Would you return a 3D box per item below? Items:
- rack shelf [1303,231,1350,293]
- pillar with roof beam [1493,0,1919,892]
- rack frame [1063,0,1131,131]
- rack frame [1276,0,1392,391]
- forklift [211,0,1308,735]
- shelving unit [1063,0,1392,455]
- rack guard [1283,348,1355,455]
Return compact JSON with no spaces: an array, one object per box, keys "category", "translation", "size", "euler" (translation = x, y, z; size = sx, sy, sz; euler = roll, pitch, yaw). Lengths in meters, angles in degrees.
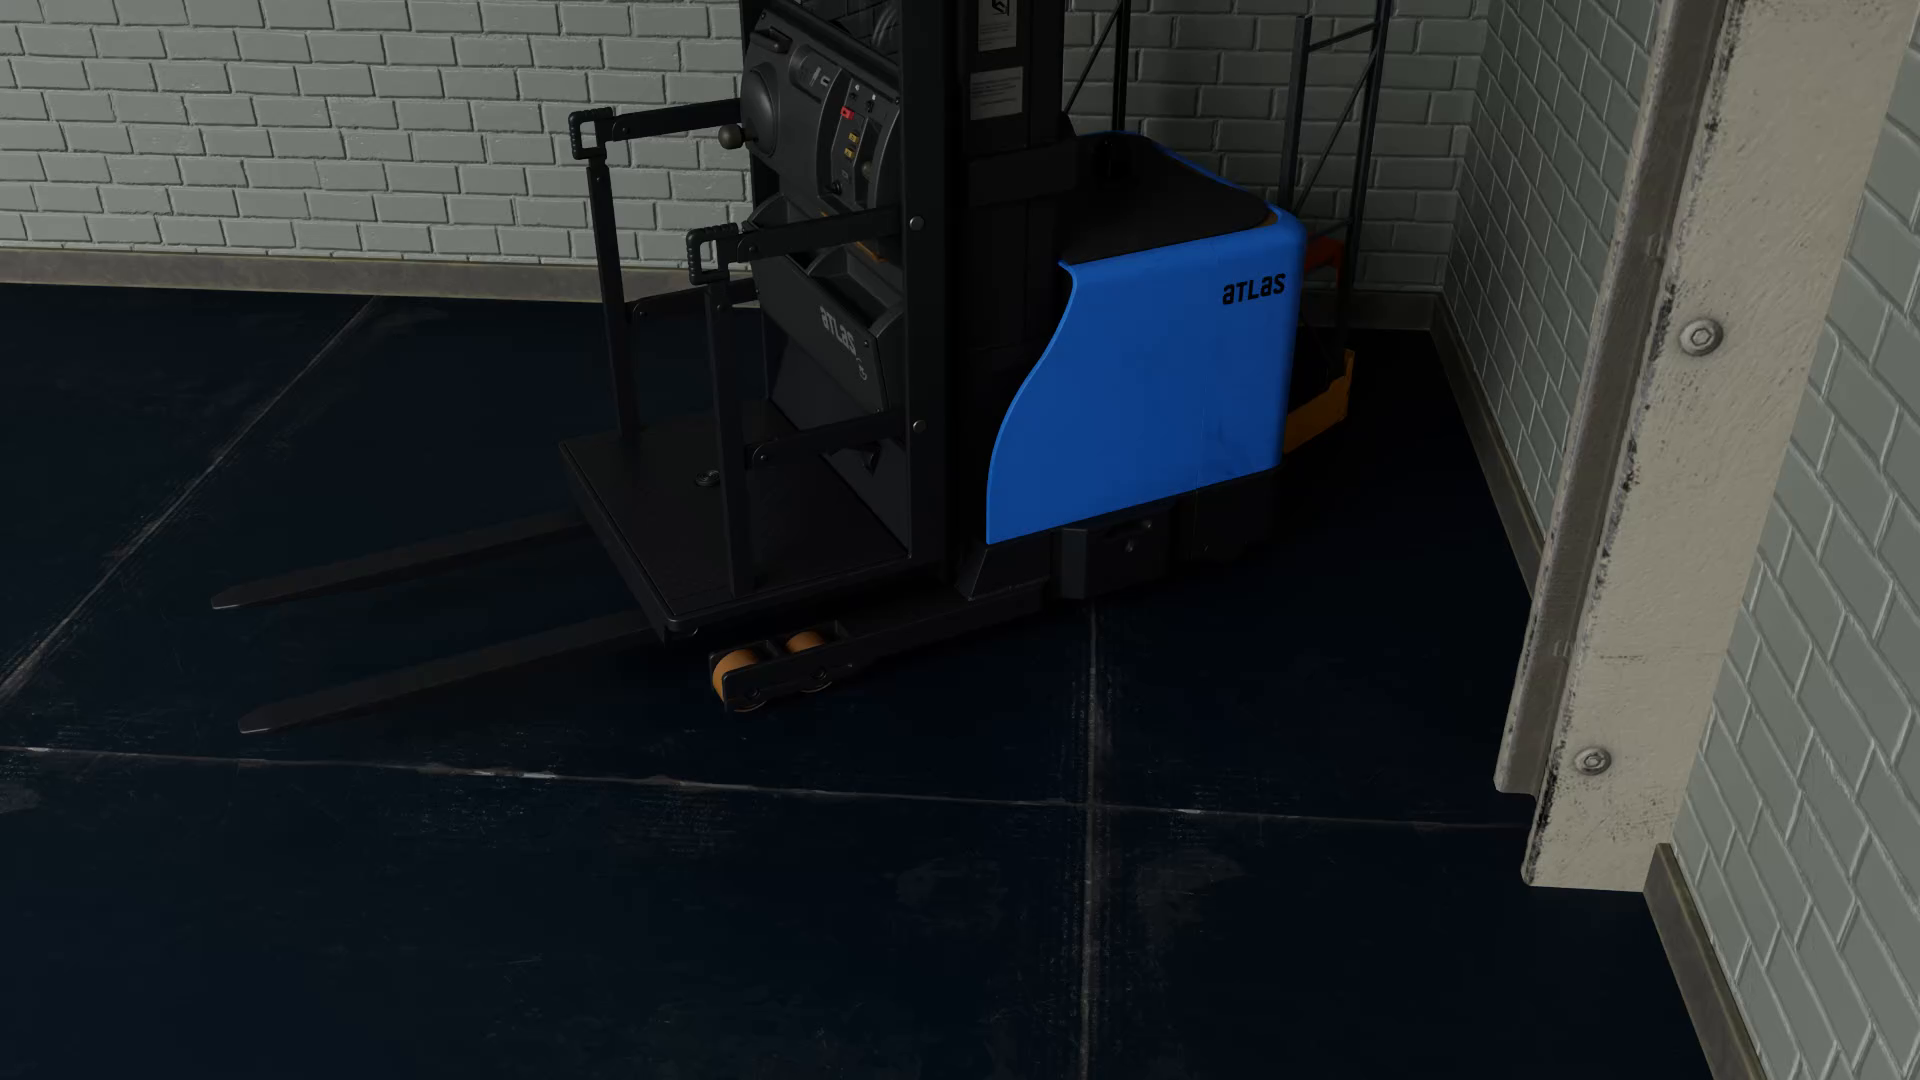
[{"category":"rack shelf","translation":[0.796,-1.017,5.813],"size":[1.000,0.185,0.538],"euler":[26,40,35]},{"category":"pillar with roof beam","translation":[-2.786,-3.297,2.023],"size":[9.100,9.000,0.400],"euler":[2,32,4]},{"category":"rack frame","translation":[0.424,-1.352,6.014],"size":[0.032,1.500,0.500],"euler":[26,40,35]},{"category":"rack frame","translation":[1.168,-0.988,5.423],"size":[0.032,1.500,0.500],"euler":[26,40,35]},{"category":"forklift","translation":[-0.556,-1.100,4.242],"size":[3.031,2.935,1.130],"euler":[-15,35,-23]},{"category":"shelving unit","translation":[0.803,-1.166,5.713],"size":[1.083,1.500,0.587],"euler":[26,40,35]},{"category":"rack guard","translation":[1.167,-0.456,5.752],"size":[0.087,0.250,0.587],"euler":[26,40,35]}]
